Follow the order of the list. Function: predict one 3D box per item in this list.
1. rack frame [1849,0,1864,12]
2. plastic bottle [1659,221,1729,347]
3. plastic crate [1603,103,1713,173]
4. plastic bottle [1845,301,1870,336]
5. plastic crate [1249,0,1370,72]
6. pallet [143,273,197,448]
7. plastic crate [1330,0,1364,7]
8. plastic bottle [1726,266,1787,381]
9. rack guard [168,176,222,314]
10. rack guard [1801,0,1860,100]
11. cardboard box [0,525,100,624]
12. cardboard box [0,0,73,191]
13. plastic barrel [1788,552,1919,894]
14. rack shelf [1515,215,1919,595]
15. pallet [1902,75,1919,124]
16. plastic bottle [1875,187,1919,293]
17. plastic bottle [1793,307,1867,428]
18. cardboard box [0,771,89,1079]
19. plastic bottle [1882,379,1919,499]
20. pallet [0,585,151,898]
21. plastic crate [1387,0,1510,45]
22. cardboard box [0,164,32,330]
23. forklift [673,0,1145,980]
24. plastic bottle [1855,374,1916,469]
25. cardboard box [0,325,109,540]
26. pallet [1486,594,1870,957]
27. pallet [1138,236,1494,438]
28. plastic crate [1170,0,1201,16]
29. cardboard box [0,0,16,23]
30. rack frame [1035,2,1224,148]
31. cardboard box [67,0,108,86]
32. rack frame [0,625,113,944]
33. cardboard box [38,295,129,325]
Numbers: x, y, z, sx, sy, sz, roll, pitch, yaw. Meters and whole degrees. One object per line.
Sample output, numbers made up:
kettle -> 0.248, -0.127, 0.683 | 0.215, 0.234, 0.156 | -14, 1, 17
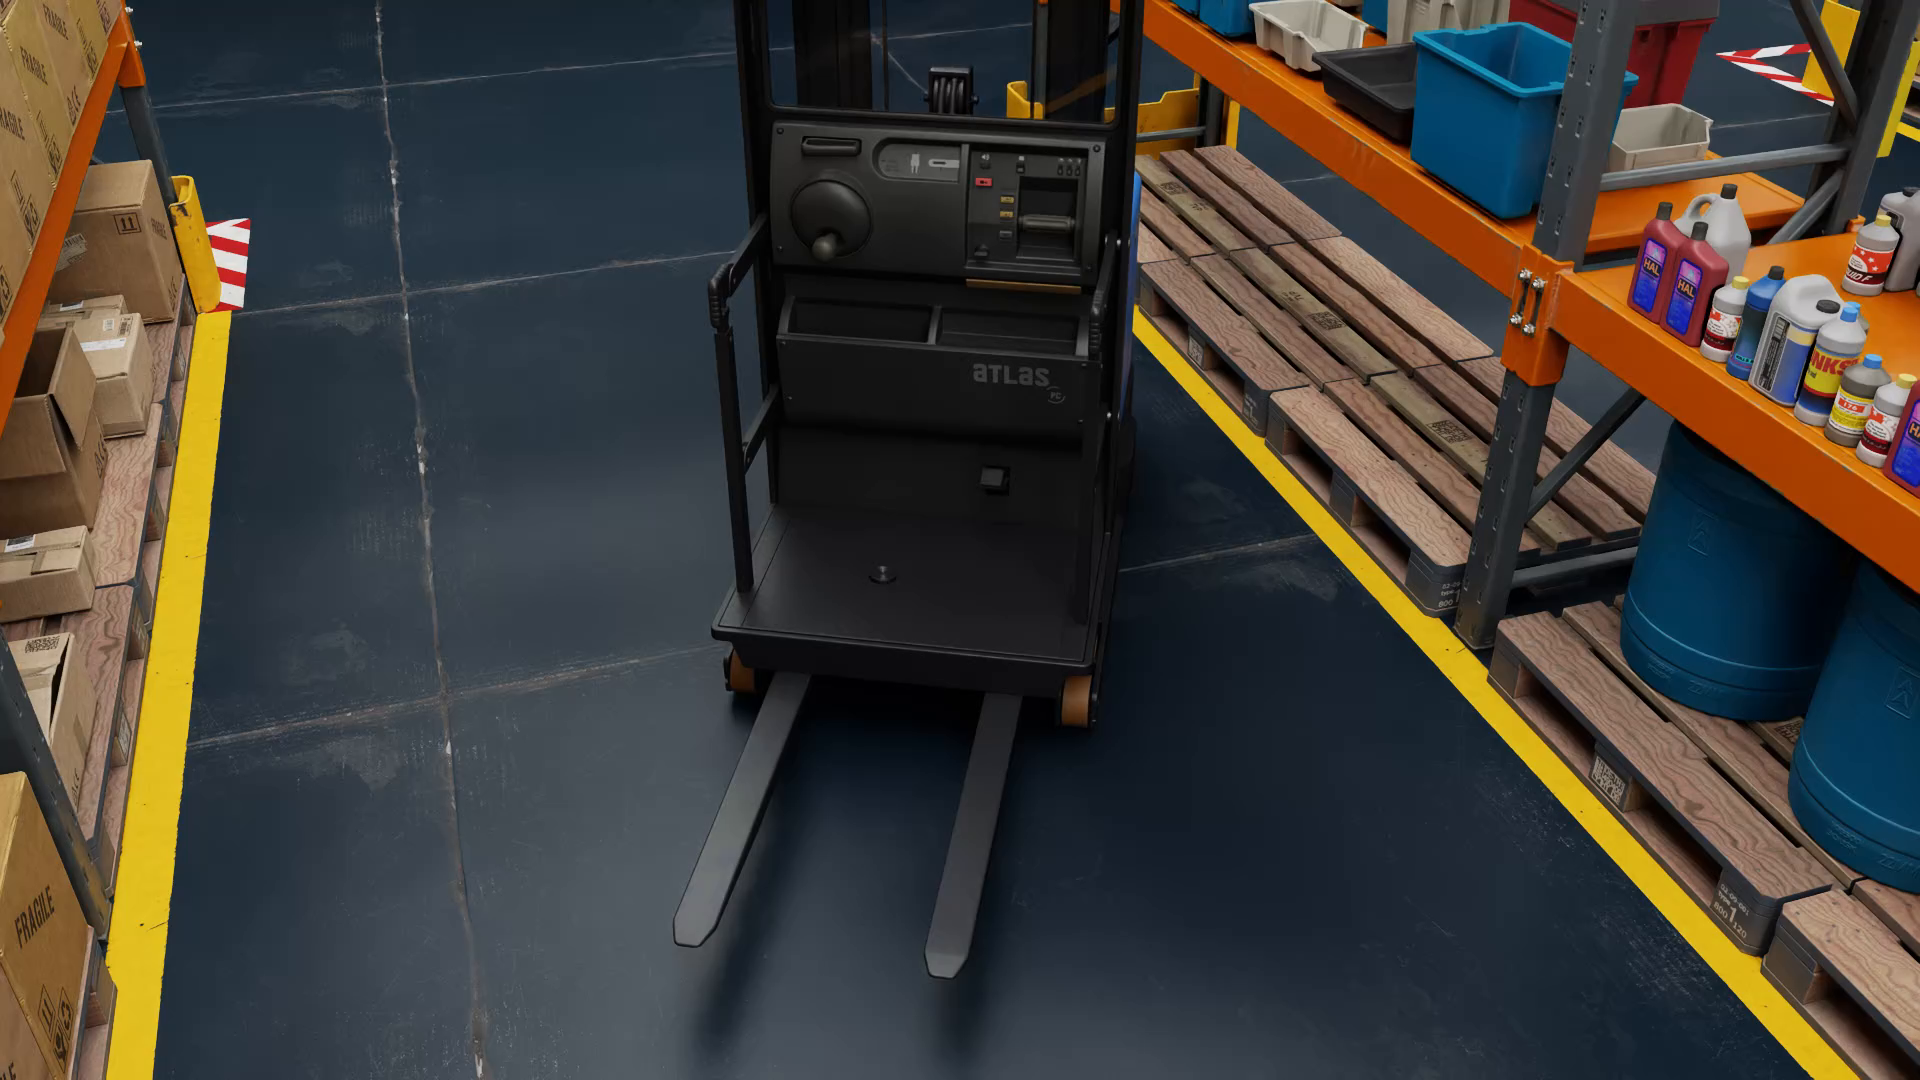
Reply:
rack frame -> 5.563, -3.946, 9.001 | 1.000, 3.000, 0.127 | -10, 35, -15
plastic bottle -> 1.813, -0.630, 4.089 | 0.061, 0.283, 0.133 | -10, 35, -15
plastic crate -> 2.060, -1.197, 5.025 | 0.396, 0.136, 0.243 | -10, 35, -15
plastic bottle -> 2.069, -0.462, 3.908 | 0.097, 0.201, 0.097 | 0, 33, 0
plastic crate -> 1.249, -1.792, 5.926 | 0.293, 0.136, 0.466 | -10, 35, -15
pallet -> -3.605, -0.661, 6.558 | 1.003, 0.211, 1.213 | -10, 35, -15
plastic crate -> 1.558, -2.182, 6.516 | 0.298, 0.136, 0.250 | -10, 35, -15
plastic bottle -> 1.895, -0.517, 3.928 | 0.097, 0.271, 0.097 | 0, 33, 0
rack guard -> -3.849, -1.200, 7.112 | 1.175, 0.500, 0.348 | -10, 35, -15
rack guard -> 5.556, -2.916, 9.709 | 1.175, 0.500, 0.348 | -10, 35, -15
cardboard box -> -2.848, 0.107, 5.038 | 0.380, 0.166, 0.250 | -10, 35, -15
cardboard box -> -3.014, -1.335, 4.959 | 0.500, 0.500, 0.500 | -10, 35, -15
plastic barrel -> 2.432, 0.347, 4.026 | 0.600, 0.901, 0.708 | -10, 35, -15
rack shelf -> 2.676, 0.337, 3.172 | 1.077, 0.370, 4.000 | -10, 35, -15
pallet -> 5.881, -2.376, 9.155 | 1.003, 0.211, 1.213 | -10, 35, -15
plastic bottle -> 2.494, -0.809, 4.366 | 0.152, 0.276, 0.135 | -10, 35, -15
plastic bottle -> 1.966, -0.395, 3.743 | 0.097, 0.271, 0.097 | 0, 33, 0
cardboard box -> -2.229, 0.888, 3.554 | 0.500, 0.500, 0.500 | -10, 35, -15
plastic bottle -> 2.043, -0.234, 3.489 | 0.061, 0.283, 0.133 | -10, 35, -15
pallet -> -2.861, 0.621, 4.620 | 1.003, 0.211, 1.213 | -10, 35, -15
plastic crate -> 1.776, -1.822, 5.839 | 0.437, 0.282, 0.530 | -10, 35, -15
cardboard box -> -2.707, -0.806, 4.158 | 0.500, 0.500, 0.500 | -9, 35, -14
forklift -> -0.100, -0.882, 4.426 | 1.130, 2.935, 3.031 | 5, 34, 8
plastic bottle -> 2.025, -0.263, 3.608 | 0.097, 0.201, 0.097 | 0, 33, 0
cardboard box -> -3.230, -0.310, 5.363 | 0.797, 0.503, 0.637 | -10, 35, -15
pallet -> 2.262, 0.562, 4.708 | 1.003, 0.211, 1.213 | -10, 35, -15
pallet -> 1.429, -0.871, 6.877 | 1.003, 0.211, 1.213 | -10, 35, -15
plastic crate -> 1.010, -2.192, 6.444 | 0.416, 0.233, 0.300 | -10, 35, -15
cardboard box -> -3.001, -1.748, 4.676 | 0.500, 0.500, 0.500 | -9, 34, -13
rack frame -> 0.846, -3.113, 7.741 | 1.000, 3.000, 0.127 | -10, 35, -15
cardboard box -> -3.315, -1.863, 5.758 | 0.500, 0.500, 0.500 | -10, 35, -14
rack frame -> -2.652, -0.182, 3.305 | 1.000, 3.000, 0.127 | -10, 35, -15
cardboard box -> -3.434, -0.812, 6.429 | 0.380, 0.166, 0.250 | -10, 35, -15
